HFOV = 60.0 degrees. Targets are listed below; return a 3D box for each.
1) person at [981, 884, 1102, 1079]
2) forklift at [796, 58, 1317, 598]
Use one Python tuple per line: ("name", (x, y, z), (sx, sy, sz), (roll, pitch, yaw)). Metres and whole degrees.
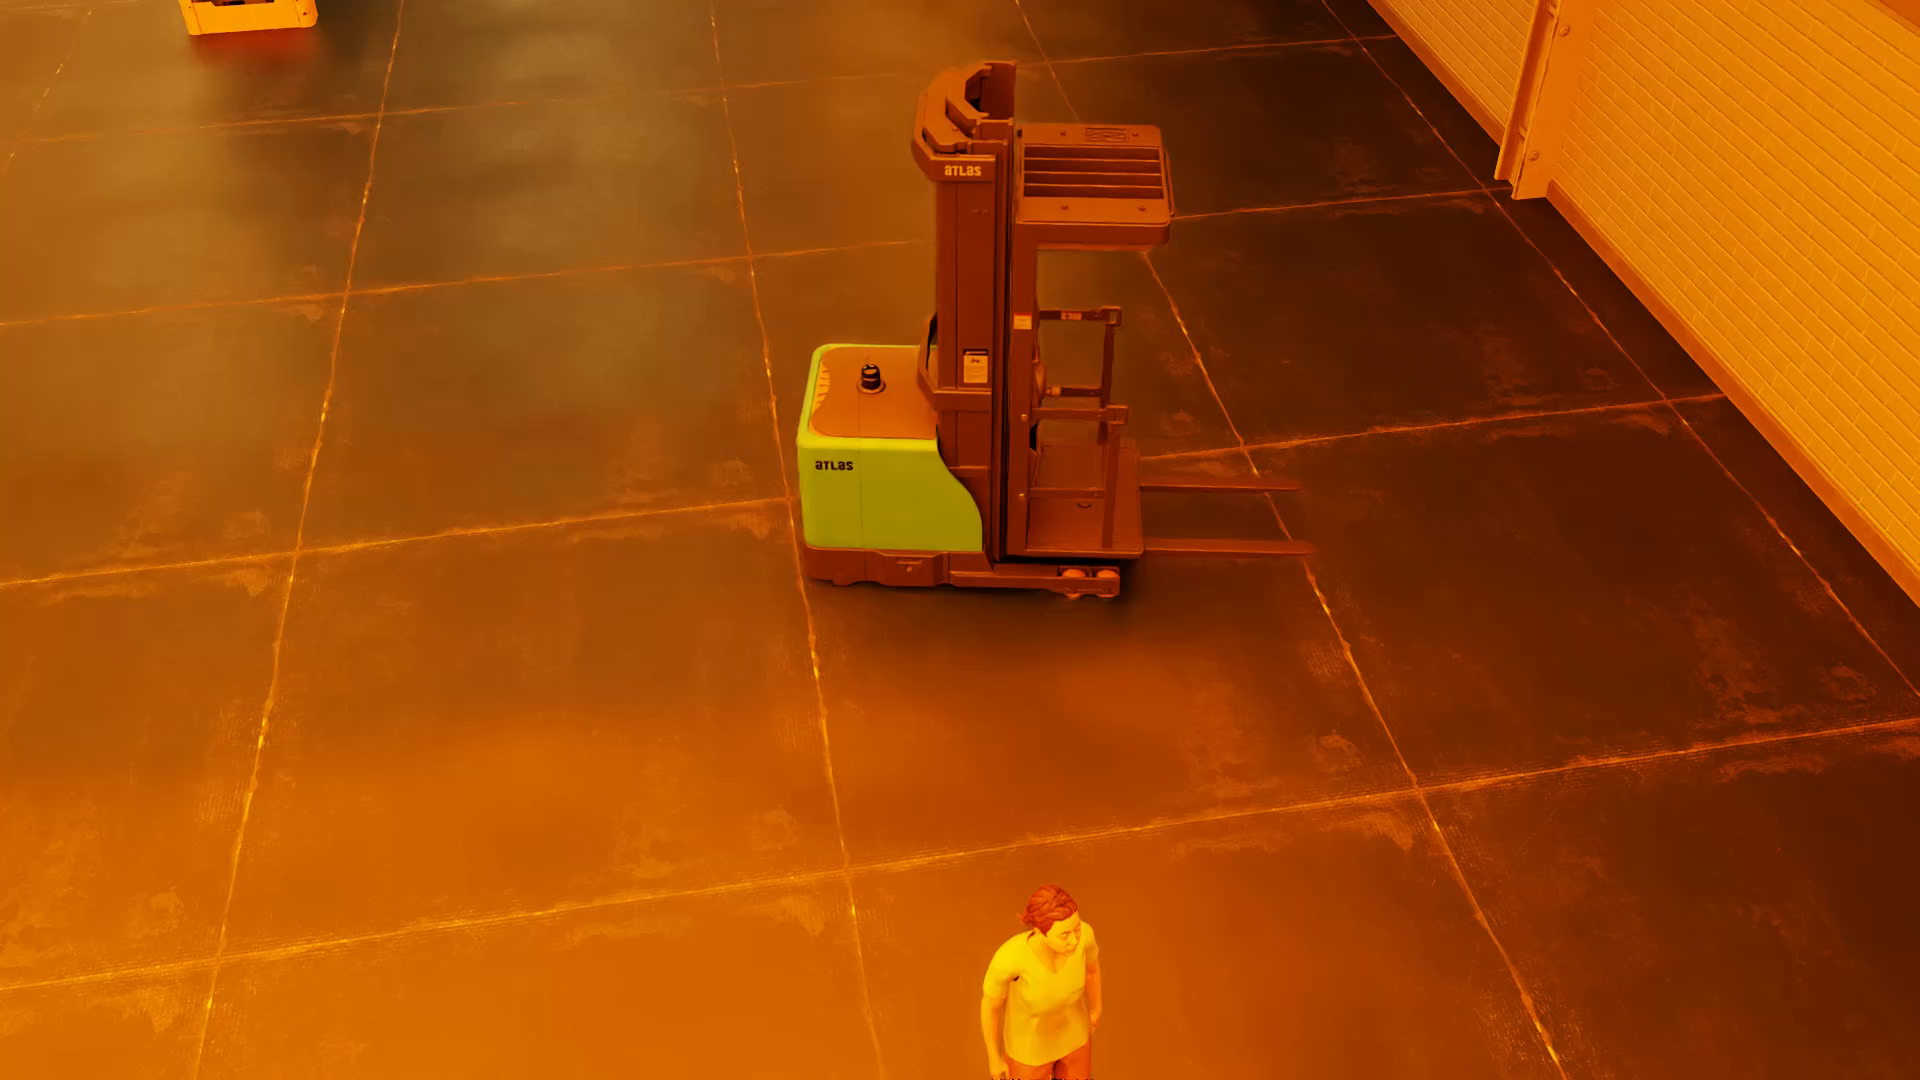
("person", (0.361, 2.005, 6.577), (0.538, 1.687, 0.482), (-18, 44, -20))
("forklift", (0.602, -1.130, 9.286), (3.031, 2.935, 1.130), (1, 40, 2))
